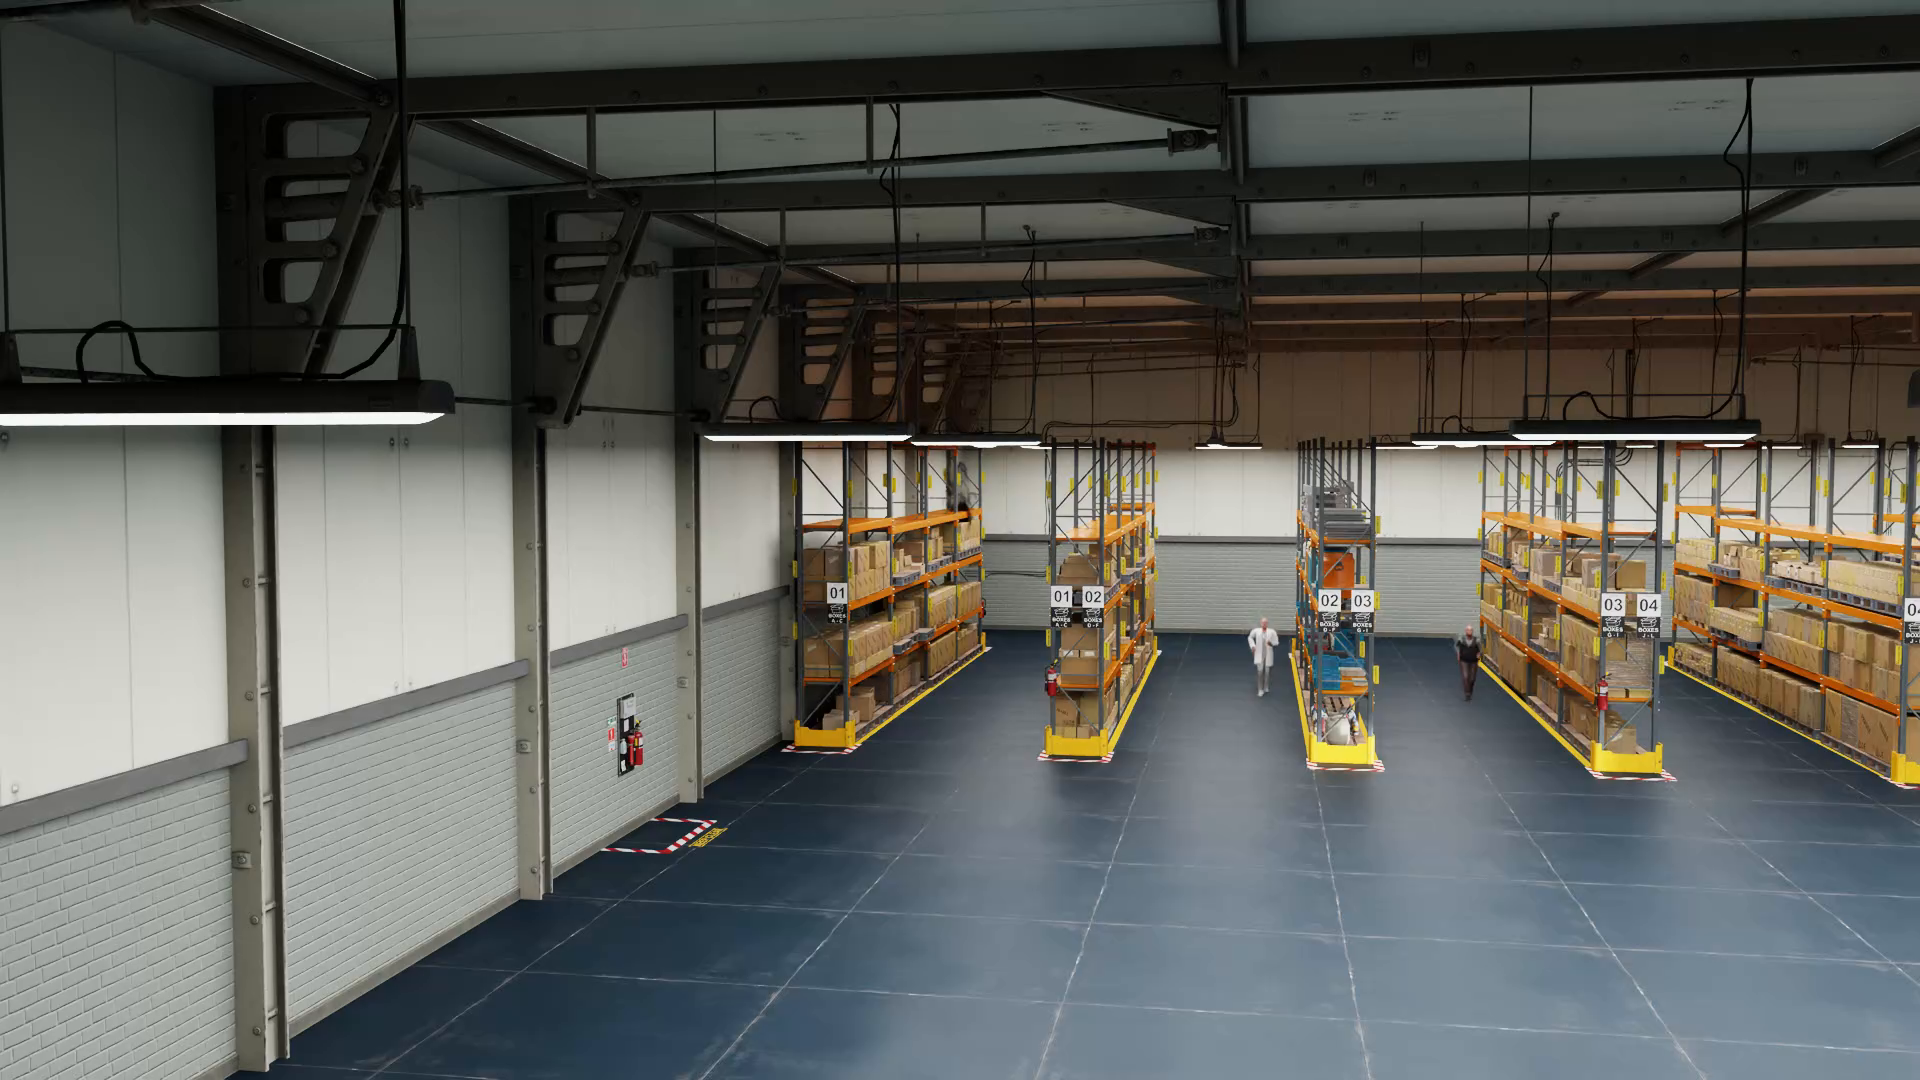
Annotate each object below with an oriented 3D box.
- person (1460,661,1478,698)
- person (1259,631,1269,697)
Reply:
[{"bbox_3d":[11.788,3.197,38.549,0.412,0.850,0.709,1,3,13],"label":"person"},{"bbox_3d":[7.174,2.870,39.266,0.261,1.586,0.875,0,3,7],"label":"person"}]
